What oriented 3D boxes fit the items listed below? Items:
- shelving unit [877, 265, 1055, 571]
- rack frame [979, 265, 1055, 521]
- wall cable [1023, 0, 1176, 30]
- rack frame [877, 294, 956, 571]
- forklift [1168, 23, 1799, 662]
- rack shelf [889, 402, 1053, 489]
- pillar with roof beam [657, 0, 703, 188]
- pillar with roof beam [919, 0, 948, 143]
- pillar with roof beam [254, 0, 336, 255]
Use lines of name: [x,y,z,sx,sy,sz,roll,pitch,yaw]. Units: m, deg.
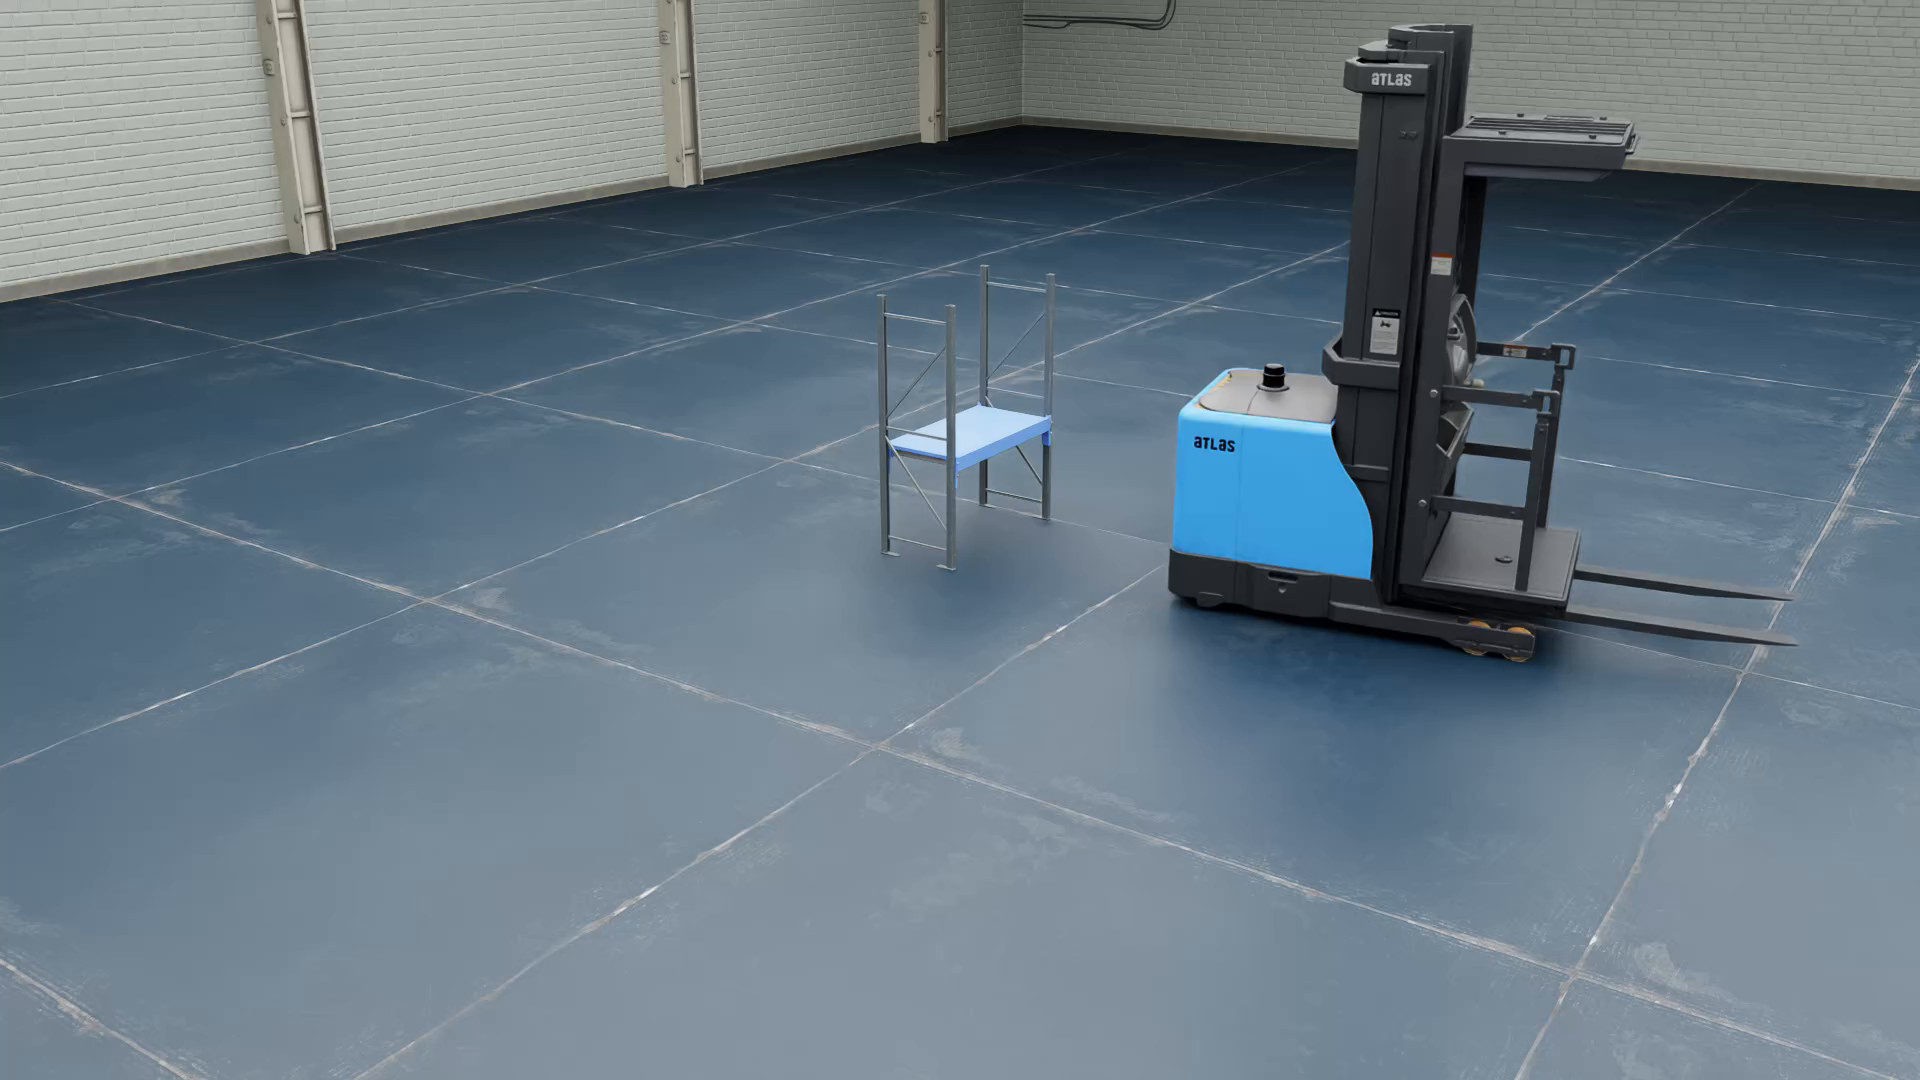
shelving unit: [0.048,-0.728,9.571,0.538,1.500,1.048,13,24,32]
rack frame: [0.334,-0.874,9.965,0.500,1.500,0.032,13,24,32]
wall cable: [2.314,-10.007,28.322,3.097,2.526,0.112,13,24,32]
rack frame: [-0.238,-0.582,9.177,0.500,1.500,0.032,13,24,32]
forklift: [2.673,-0.987,8.209,3.031,2.935,1.130,8,22,22]
rack shelf: [0.048,-0.559,9.633,0.538,0.185,1.000,13,24,32]
pillar with roof beam: [-0.248,-8.314,19.271,9.100,9.000,0.400,13,24,32]
pillar with roof beam: [3.125,-10.036,23.926,9.100,9.000,0.400,13,24,32]
pillar with roof beam: [-3.621,-6.593,14.617,9.100,9.000,0.400,13,24,32]
